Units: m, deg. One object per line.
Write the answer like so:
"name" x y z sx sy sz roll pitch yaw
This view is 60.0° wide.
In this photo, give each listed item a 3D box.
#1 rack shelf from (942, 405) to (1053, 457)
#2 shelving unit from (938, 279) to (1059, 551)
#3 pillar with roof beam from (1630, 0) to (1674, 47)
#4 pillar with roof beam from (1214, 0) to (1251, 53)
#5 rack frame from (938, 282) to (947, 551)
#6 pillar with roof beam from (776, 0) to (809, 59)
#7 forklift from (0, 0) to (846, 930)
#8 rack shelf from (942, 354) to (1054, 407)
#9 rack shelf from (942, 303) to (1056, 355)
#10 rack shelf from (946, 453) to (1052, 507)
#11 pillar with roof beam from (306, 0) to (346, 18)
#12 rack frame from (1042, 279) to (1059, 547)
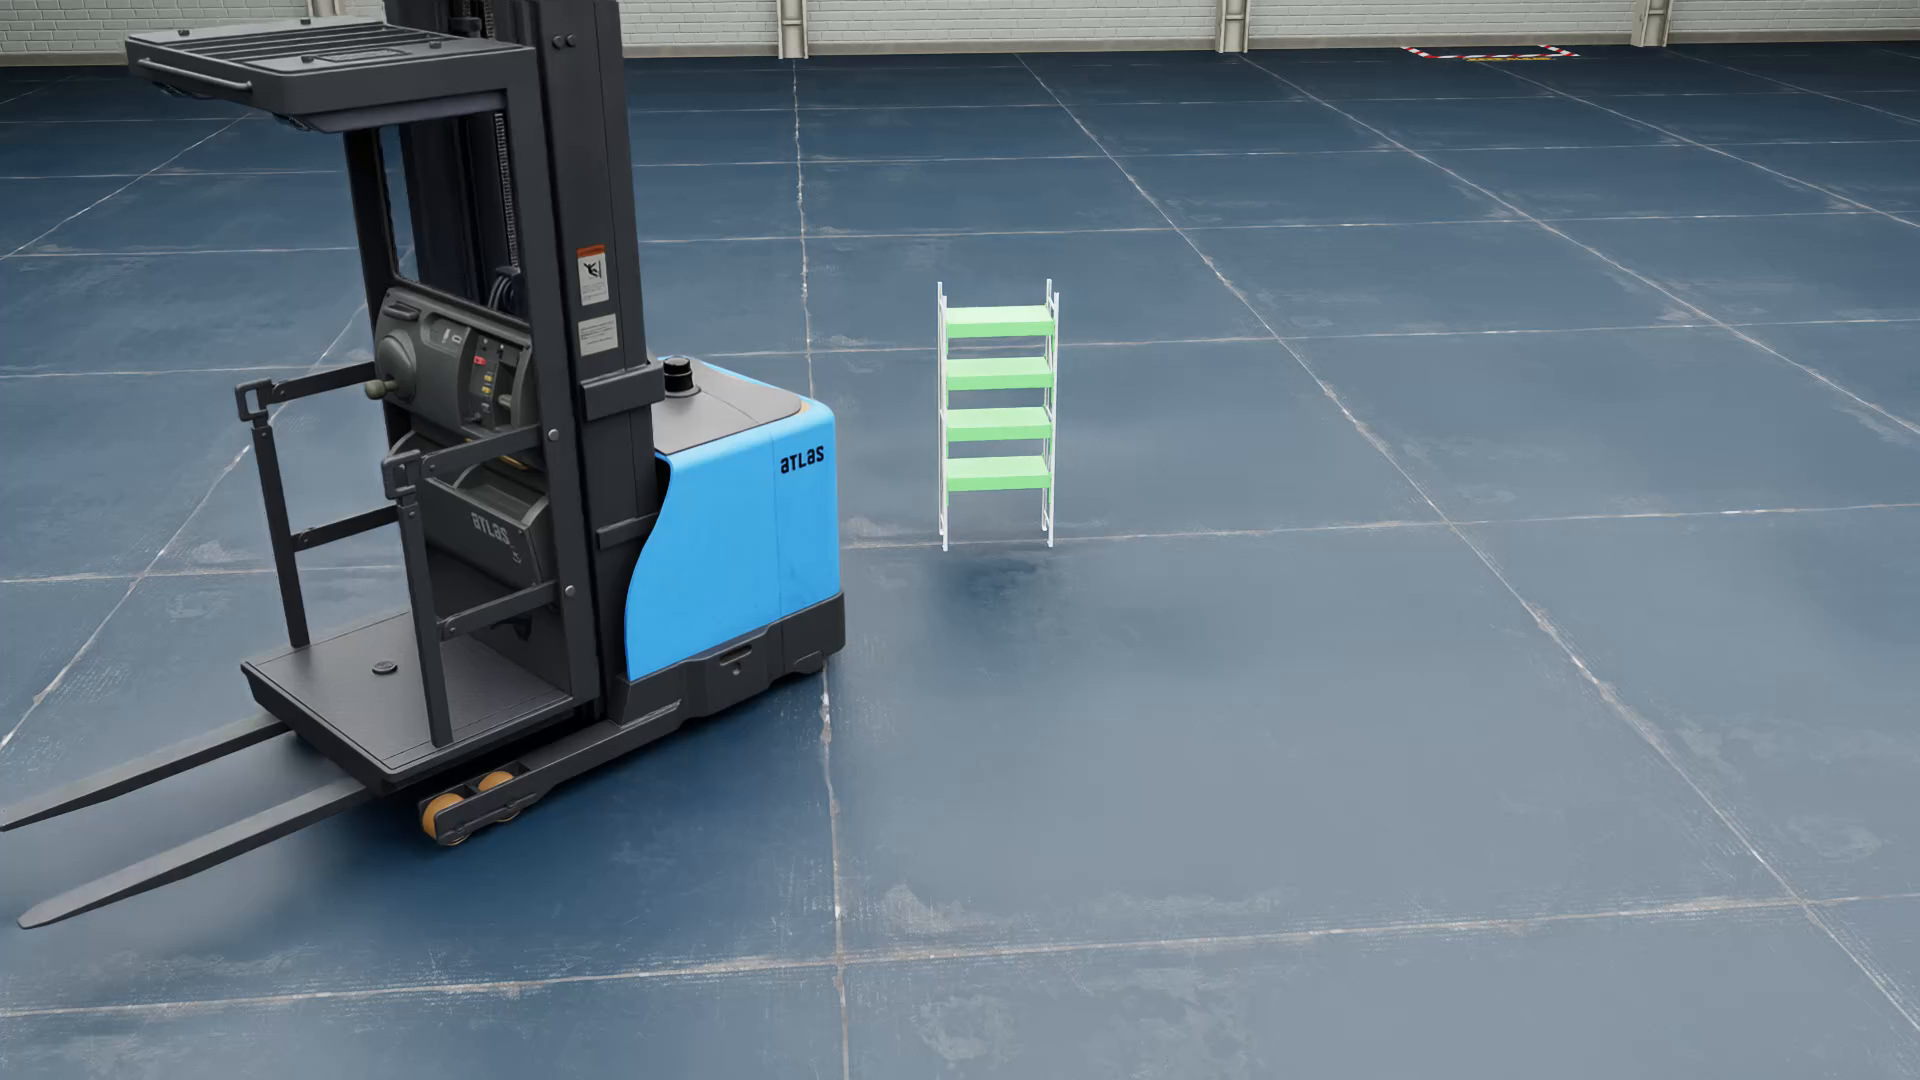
"rack shelf" 0.165 -0.496 7.547 0.480 0.148 0.258 -2 24 -5
"shelving unit" 0.165 -0.555 7.521 0.503 1.200 0.258 -2 24 -5
"pillar with roof beam" 10.124 -9.353 17.713 0.400 9.000 9.100 -2 24 -5
"pillar with roof beam" 4.153 -9.113 17.174 0.400 9.000 9.100 -2 24 -5
"rack frame" -0.078 -0.545 7.499 0.015 1.200 0.240 -2 24 -5
"pillar with roof beam" -1.818 -8.874 16.635 0.400 9.000 9.100 -2 24 -5
"forklift" -1.844 -0.568 5.419 1.130 2.935 3.031 22 32 40
"rack shelf" 0.165 -0.716 7.450 0.480 0.148 0.258 -2 24 -5
"rack shelf" 0.165 -0.935 7.352 0.480 0.148 0.258 -2 24 -5
"rack shelf" 0.165 -0.277 7.645 0.480 0.148 0.258 -2 24 -5
"pillar with roof beam" -7.789 -8.634 16.096 0.400 9.000 9.100 -2 24 -5
"rack frame" 0.408 -0.565 7.543 0.015 1.200 0.240 -2 24 -5
